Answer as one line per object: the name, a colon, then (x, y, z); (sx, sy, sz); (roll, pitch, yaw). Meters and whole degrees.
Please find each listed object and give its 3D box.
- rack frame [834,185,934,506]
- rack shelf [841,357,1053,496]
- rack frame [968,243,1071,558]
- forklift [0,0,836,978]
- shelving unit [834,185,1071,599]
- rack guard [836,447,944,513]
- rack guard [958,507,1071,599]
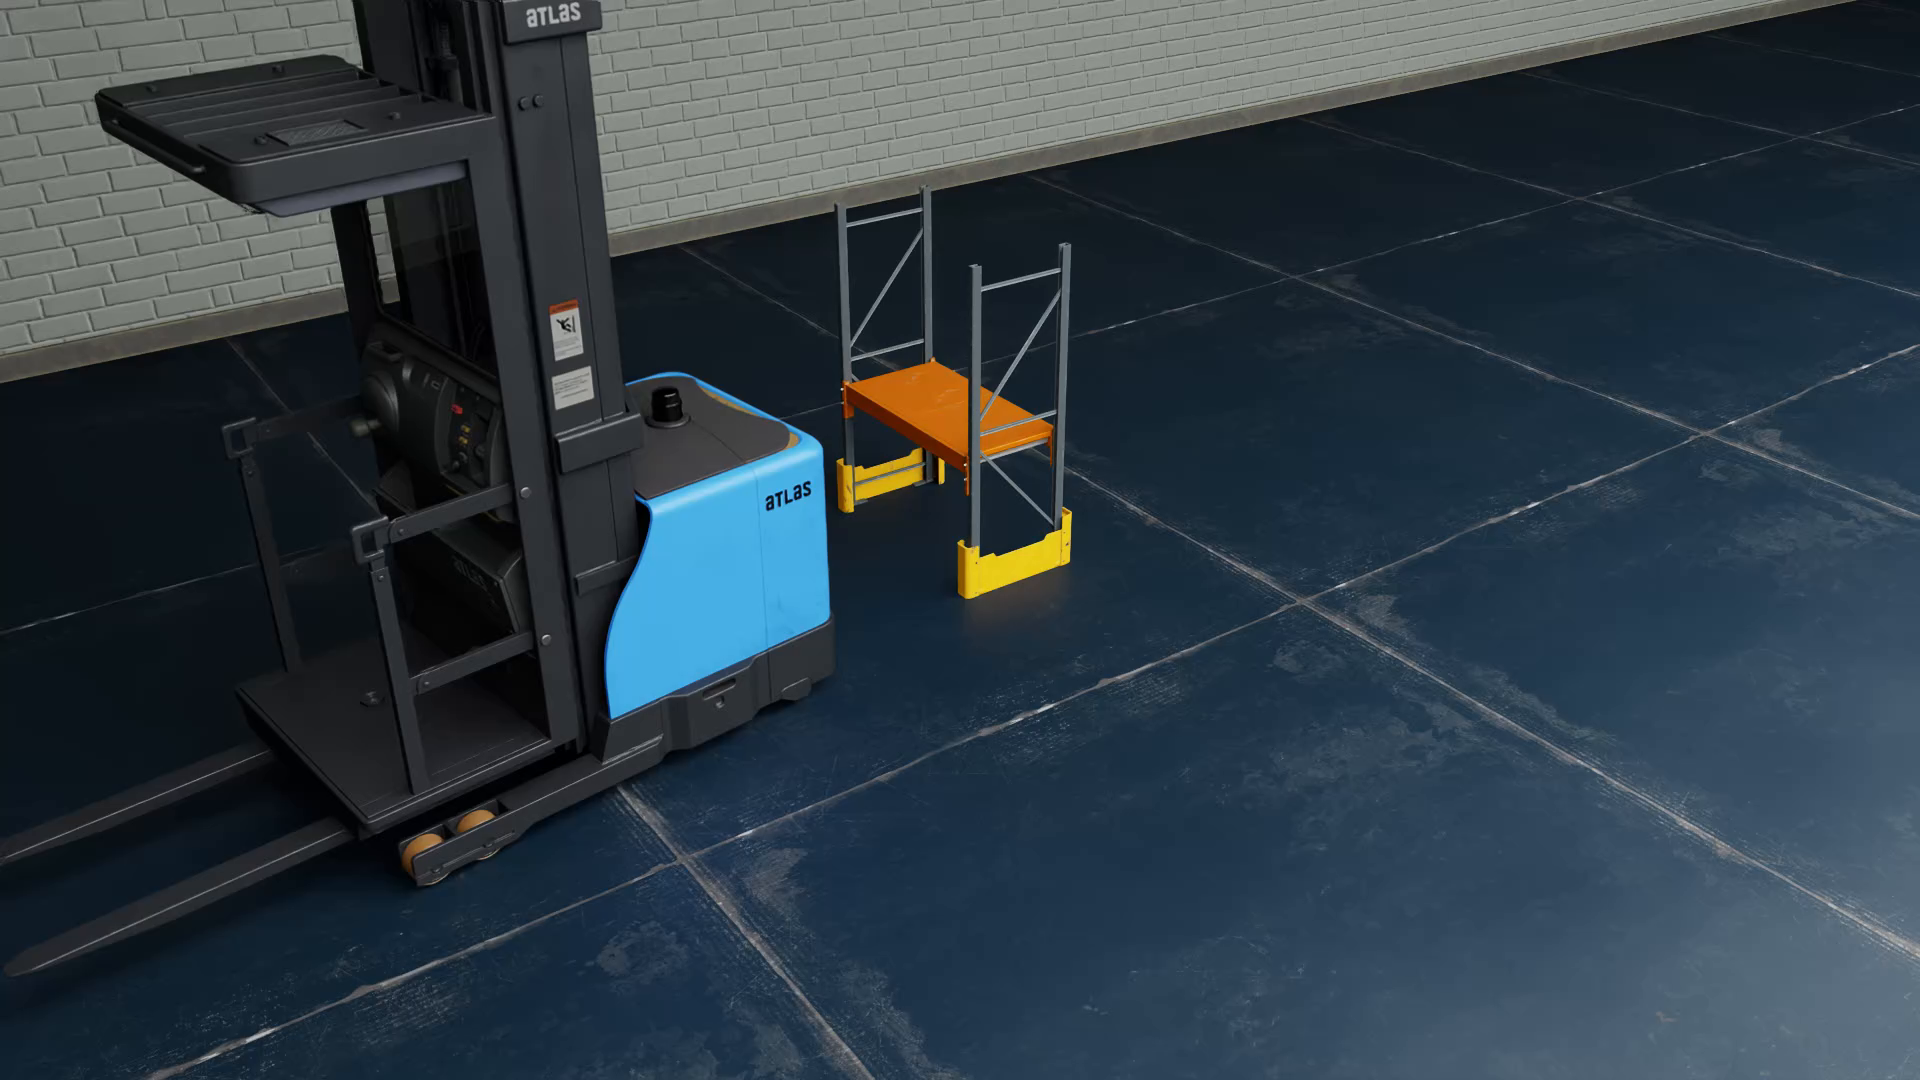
rack frame: (-0.344, -0.890, 7.817); (0.500, 1.500, 0.032); (-19, 34, -31)
rack shelf: (-0.049, -0.534, 7.539); (0.538, 0.185, 1.000); (-19, 34, -31)
rack frame: (0.245, -0.495, 7.089); (0.500, 1.500, 0.032); (-19, 34, -31)
forklift: (-1.921, -0.407, 5.429); (3.031, 2.935, 1.130); (-24, 36, -37)
shelving unit: (-0.044, -0.689, 7.447); (0.587, 1.500, 1.083); (-19, 34, -31)
rack guard: (-0.333, -0.333, 8.101); (0.587, 0.250, 0.087); (-19, 34, -31)
rack guard: (0.245, 0.054, 7.388); (0.587, 0.250, 0.087); (-19, 34, -31)
